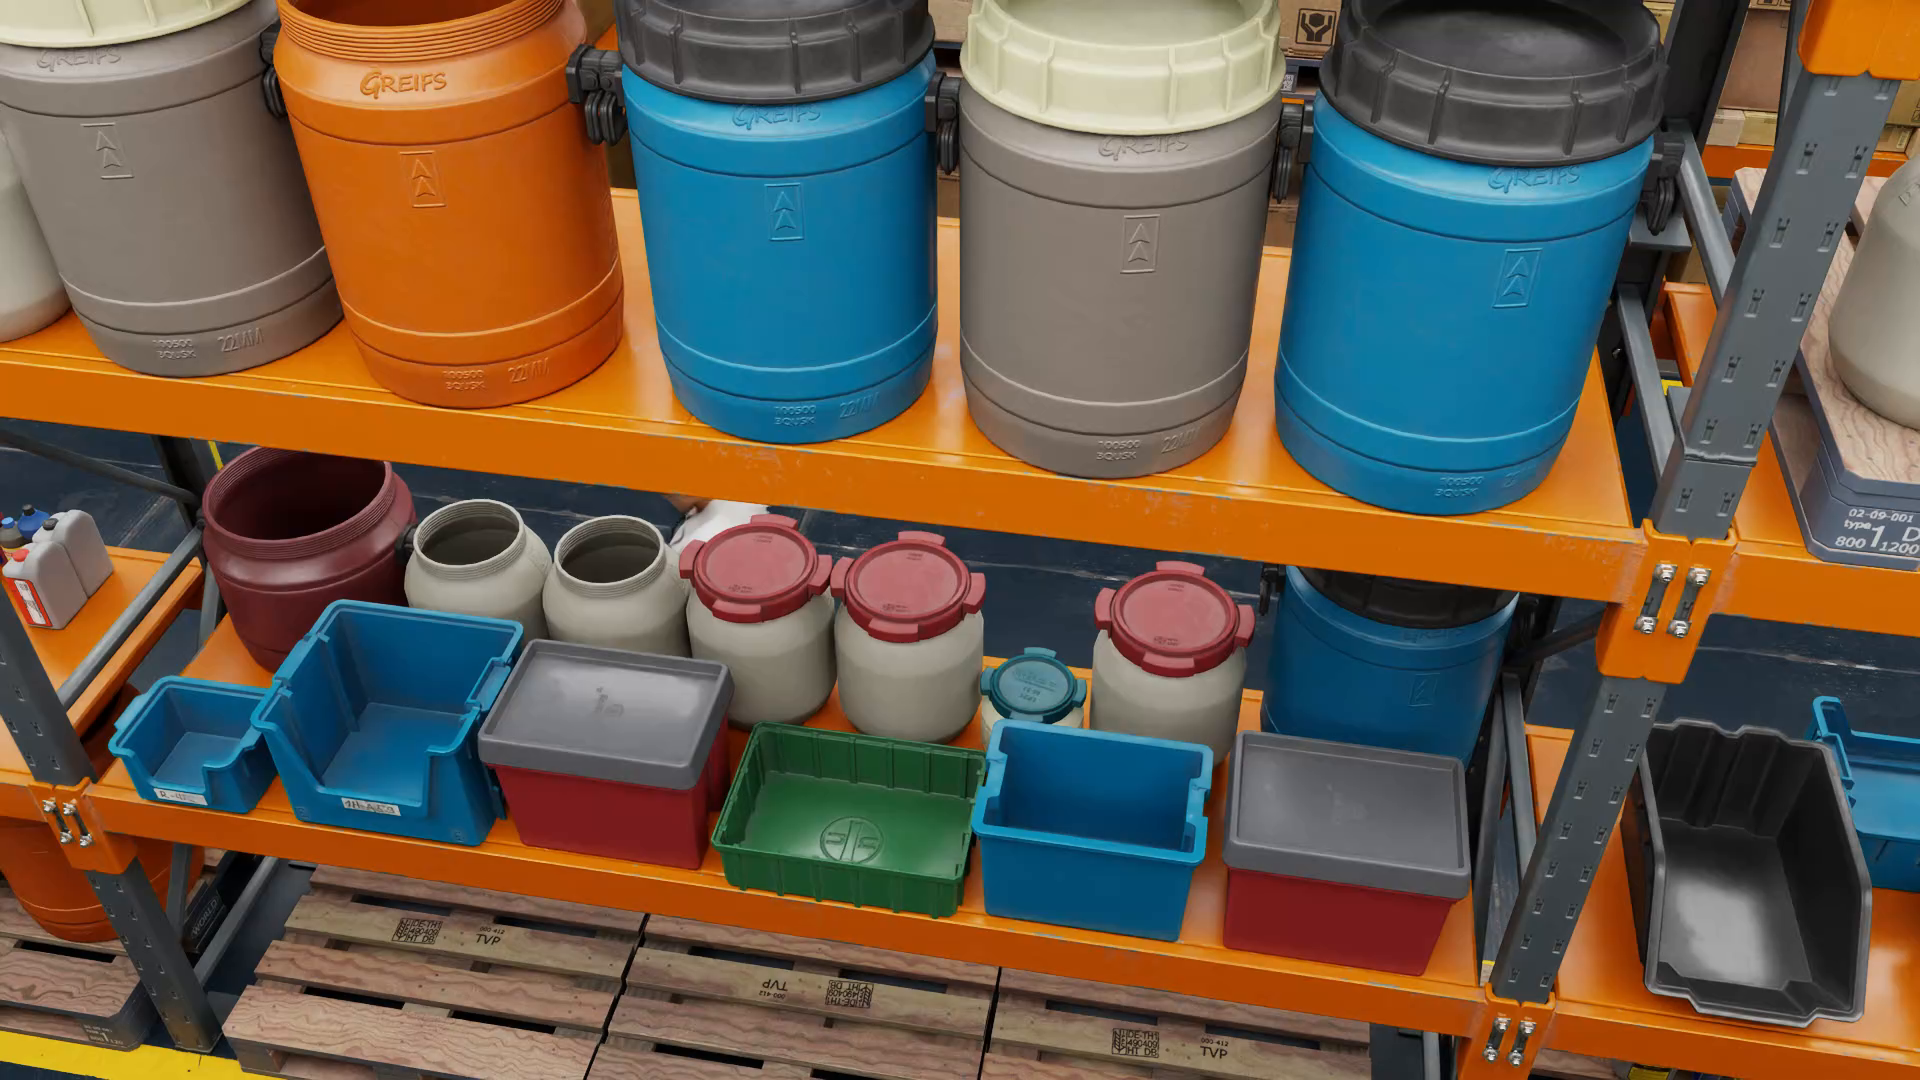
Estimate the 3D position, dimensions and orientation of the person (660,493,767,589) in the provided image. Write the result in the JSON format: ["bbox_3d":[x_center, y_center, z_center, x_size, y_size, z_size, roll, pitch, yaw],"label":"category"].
[{"bbox_3d":[-0.828,0.362,5.771,0.403,1.745,0.583,7,41,9],"label":"person"}]
